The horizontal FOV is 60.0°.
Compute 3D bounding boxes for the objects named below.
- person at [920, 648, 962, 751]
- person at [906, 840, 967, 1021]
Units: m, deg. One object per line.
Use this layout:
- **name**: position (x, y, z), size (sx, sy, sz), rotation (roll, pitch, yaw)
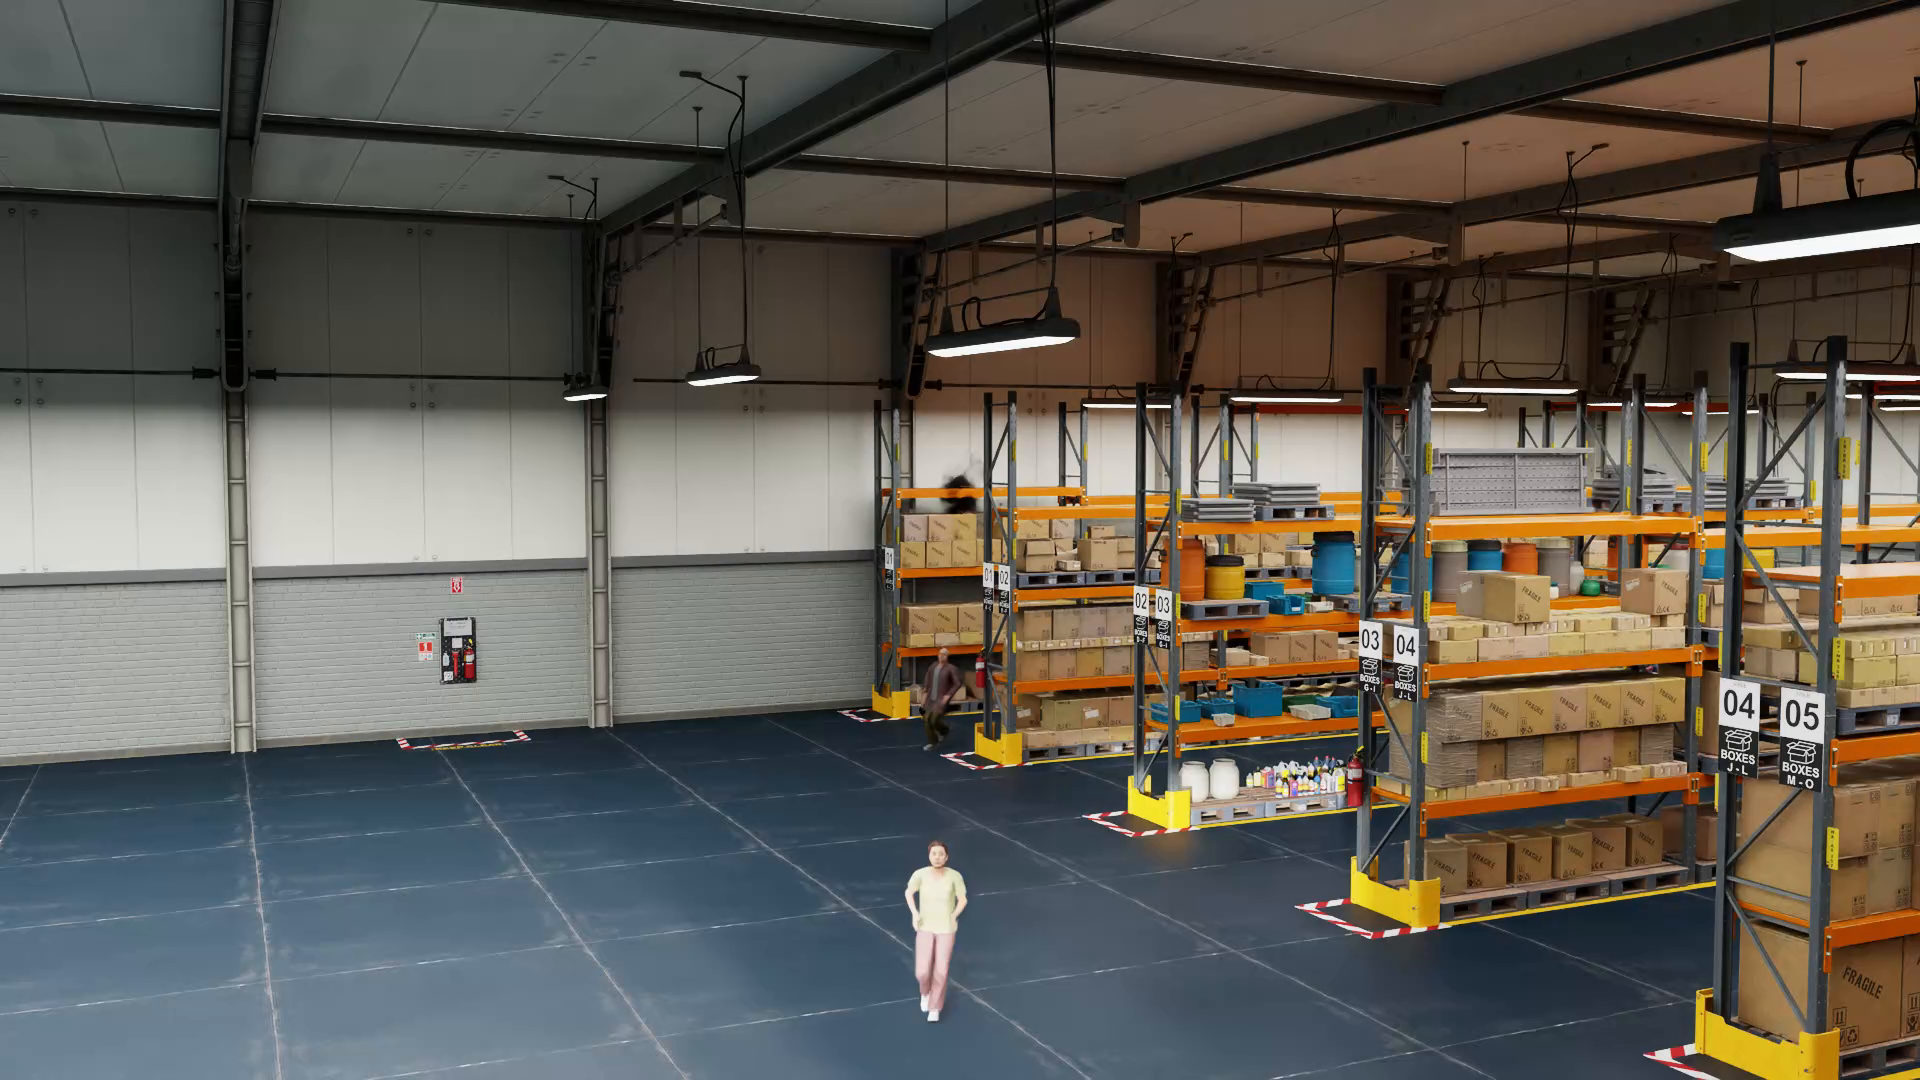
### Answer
- **person**: position (-0.313, 2.680, 28.007), size (0.762, 1.735, 0.607), rotation (2, 4, 36)
- **person**: position (-0.212, 3.480, 14.793), size (0.556, 1.626, 0.523), rotation (0, 3, 0)
